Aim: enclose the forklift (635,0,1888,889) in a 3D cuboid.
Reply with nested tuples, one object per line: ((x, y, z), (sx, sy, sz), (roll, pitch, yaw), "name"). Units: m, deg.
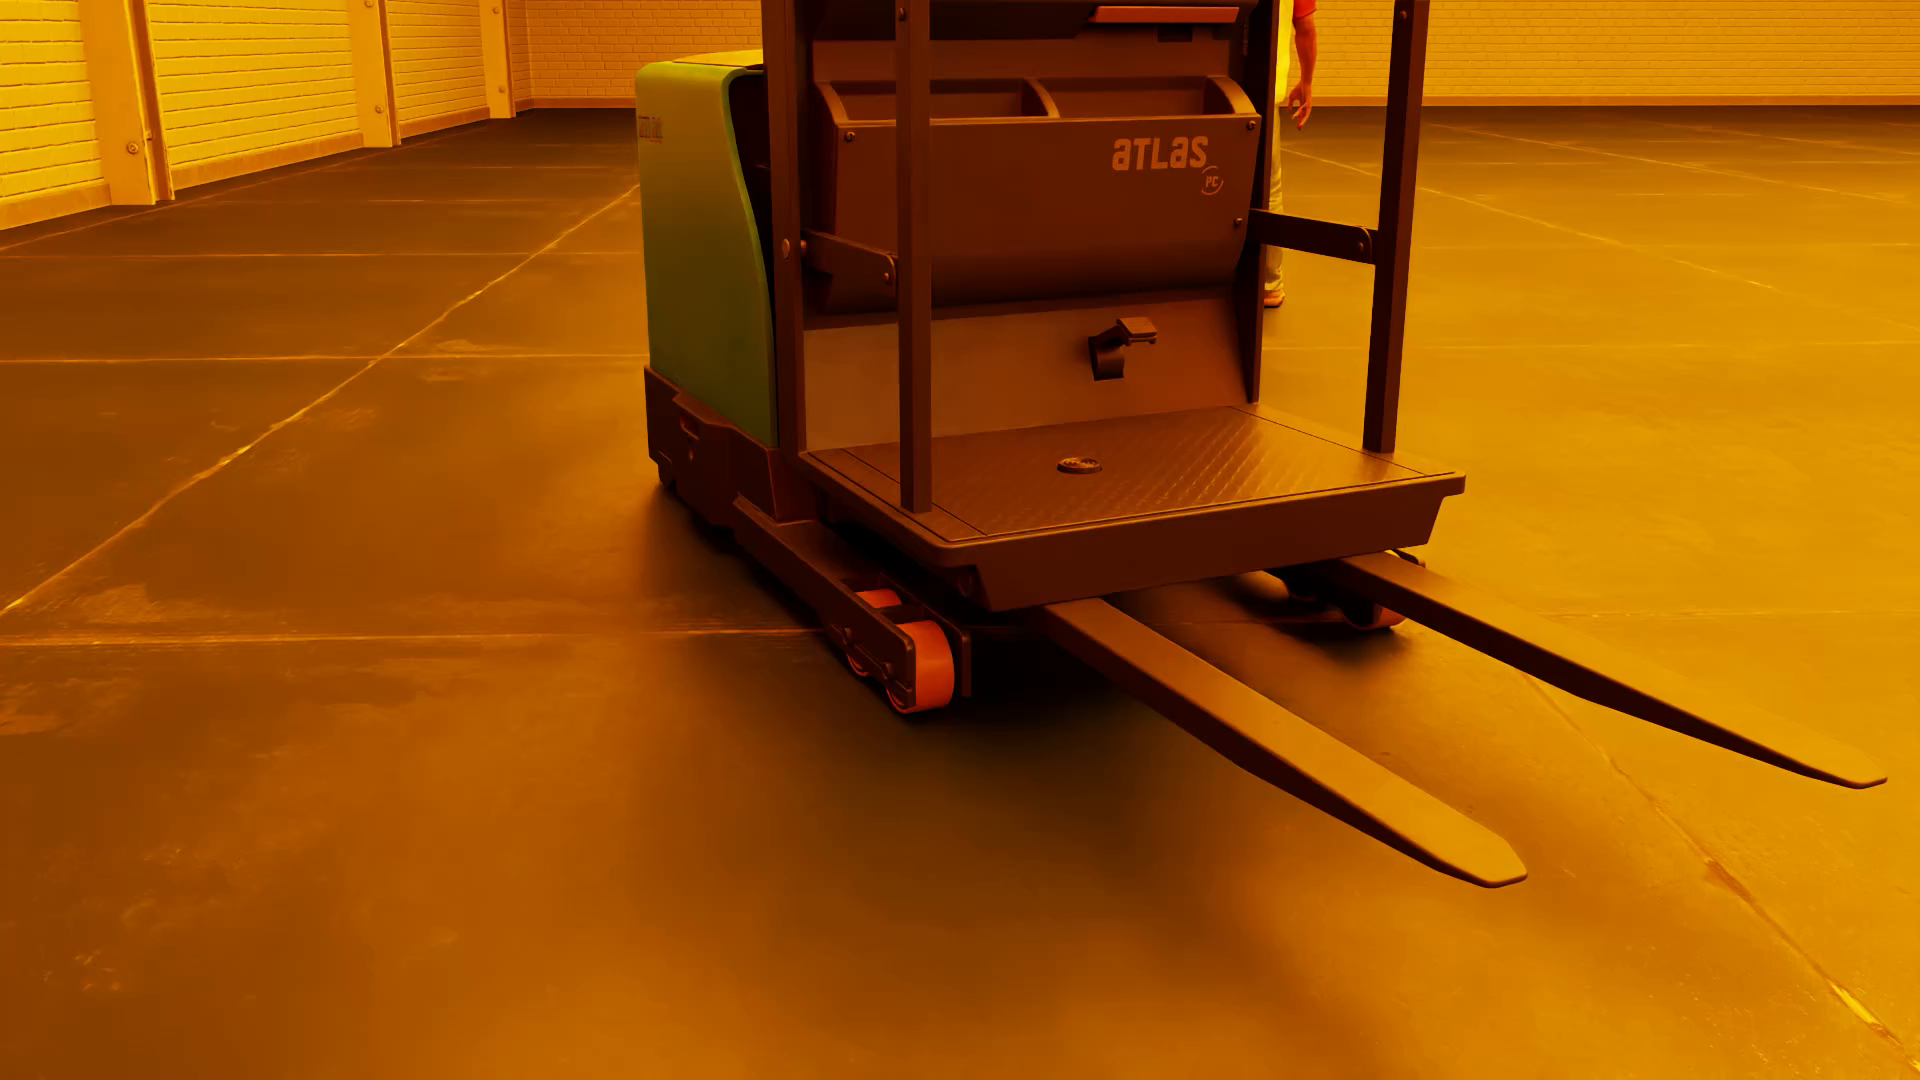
((0.258, -1.240, 2.962), (1.130, 2.935, 3.031), (-8, 19, -24), "forklift")

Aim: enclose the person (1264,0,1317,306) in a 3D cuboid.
((1.133, -1.856, 6.943), (0.666, 1.765, 0.577), (-1, 17, -2), "person")
